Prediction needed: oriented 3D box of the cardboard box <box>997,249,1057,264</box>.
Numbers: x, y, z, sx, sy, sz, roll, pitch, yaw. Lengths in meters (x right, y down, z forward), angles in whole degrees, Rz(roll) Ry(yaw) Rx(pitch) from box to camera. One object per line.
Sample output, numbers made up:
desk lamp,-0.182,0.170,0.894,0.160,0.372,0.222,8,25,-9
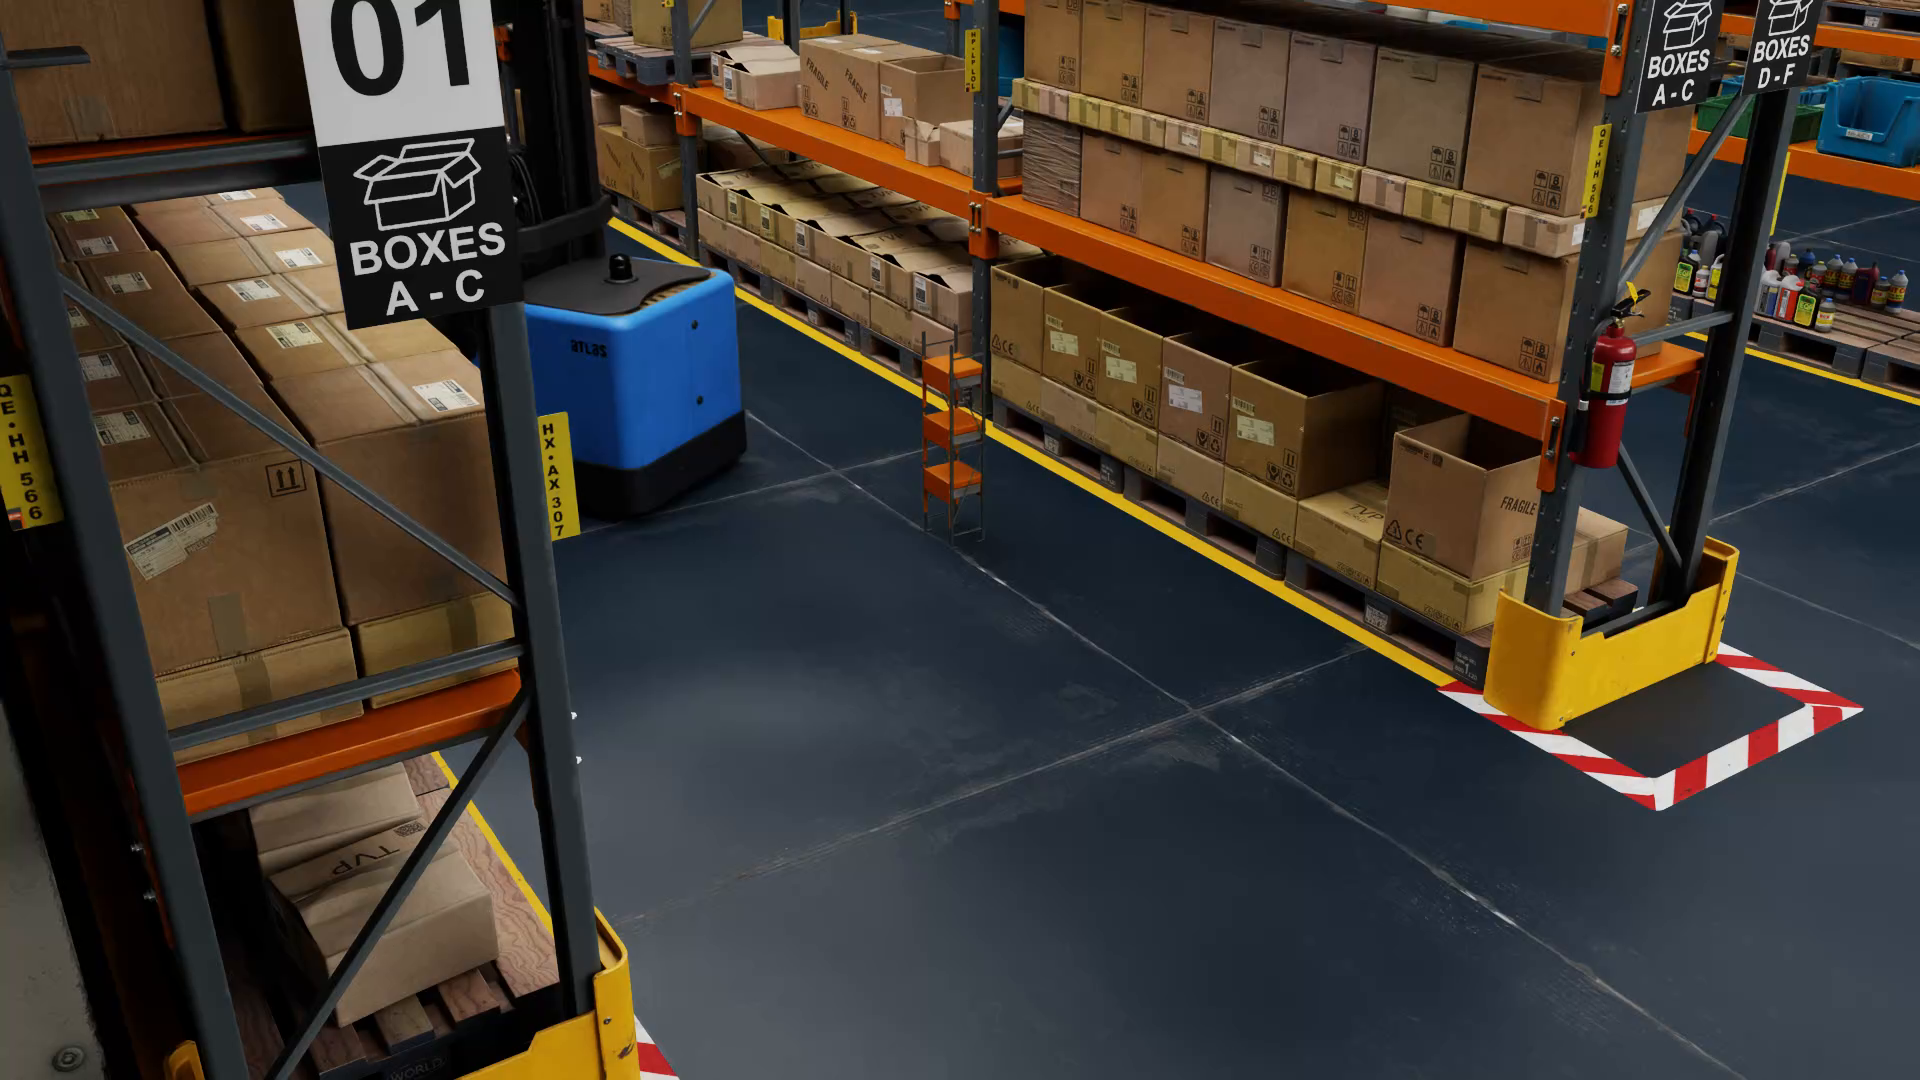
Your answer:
cardboard box,0.504,-1.625,10.262,0.500,0.311,0.500,-15,29,-29

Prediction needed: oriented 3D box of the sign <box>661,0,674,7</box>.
sign,-2.112,-4.008,11.973,0.100,0.325,0.005,-16,29,-30

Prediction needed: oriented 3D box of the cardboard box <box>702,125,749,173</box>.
cardboard box,-1.962,-3.134,13.798,0.500,0.500,0.500,-17,30,-31

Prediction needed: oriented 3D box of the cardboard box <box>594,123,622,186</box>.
cardboard box,-2.943,-3.370,14.298,0.500,0.500,0.500,-17,30,-31

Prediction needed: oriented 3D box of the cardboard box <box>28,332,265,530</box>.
cardboard box,-2.145,-0.215,4.475,0.500,0.500,0.500,-15,29,-29

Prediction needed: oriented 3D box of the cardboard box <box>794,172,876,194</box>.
cardboard box,-0.881,-2.536,12.190,0.500,0.311,0.500,-16,30,-30

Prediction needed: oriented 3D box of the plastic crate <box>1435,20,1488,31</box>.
plastic crate,3.811,-3.687,12.576,0.392,0.384,0.575,-16,29,-30

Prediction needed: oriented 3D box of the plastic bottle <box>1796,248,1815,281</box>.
plastic bottle,5.776,-1.859,11.365,0.097,0.271,0.097,0,25,0

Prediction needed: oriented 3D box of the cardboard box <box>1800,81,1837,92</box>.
cardboard box,8.262,-3.995,15.622,0.700,0.500,0.500,-16,29,-30

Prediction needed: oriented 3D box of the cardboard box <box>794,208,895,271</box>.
cardboard box,-0.771,-2.042,11.144,0.500,0.311,0.500,-16,30,-30

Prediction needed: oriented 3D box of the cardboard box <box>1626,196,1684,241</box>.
cardboard box,2.671,-1.318,6.661,0.380,0.149,0.250,-16,30,-30

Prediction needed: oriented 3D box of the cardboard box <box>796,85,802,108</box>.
cardboard box,-0.919,-3.094,11.594,0.380,0.149,0.250,-13,28,-26

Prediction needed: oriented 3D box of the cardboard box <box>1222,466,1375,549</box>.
cardboard box,1.607,-0.213,7.926,0.500,0.250,0.500,-16,29,-30

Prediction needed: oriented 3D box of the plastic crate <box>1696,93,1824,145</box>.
plastic crate,5.178,-2.725,10.768,0.450,0.188,0.662,-16,29,-30

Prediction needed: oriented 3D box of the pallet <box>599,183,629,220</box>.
pallet,-2.700,-3.101,14.582,1.003,0.211,1.213,-16,29,-30

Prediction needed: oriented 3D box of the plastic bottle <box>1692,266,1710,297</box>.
plastic bottle,5.004,-1.746,11.208,0.097,0.201,0.097,0,25,0

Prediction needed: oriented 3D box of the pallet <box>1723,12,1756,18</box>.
pallet,7.755,-5.172,15.928,1.003,0.211,1.213,-16,29,-30

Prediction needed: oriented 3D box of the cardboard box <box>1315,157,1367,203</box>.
cardboard box,1.774,-1.589,7.235,0.380,0.149,0.250,-15,29,-28

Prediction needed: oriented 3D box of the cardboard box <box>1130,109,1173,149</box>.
cardboard box,1.064,-2.052,8.216,0.380,0.149,0.250,-17,30,-31

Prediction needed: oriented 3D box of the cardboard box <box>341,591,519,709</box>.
cardboard box,-1.444,0.177,4.523,0.500,0.250,0.500,-17,30,-31

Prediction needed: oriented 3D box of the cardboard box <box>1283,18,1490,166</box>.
cardboard box,1.864,-1.977,7.296,0.700,0.500,0.500,-15,29,-29

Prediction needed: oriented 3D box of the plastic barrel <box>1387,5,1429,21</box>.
plastic barrel,3.698,-4.244,13.578,0.433,0.535,0.433,0,25,0

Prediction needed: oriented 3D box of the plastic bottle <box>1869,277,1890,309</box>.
plastic bottle,6.072,-1.633,10.969,0.097,0.201,0.097,0,25,0

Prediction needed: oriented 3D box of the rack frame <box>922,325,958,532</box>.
rack frame,-0.096,-0.538,8.169,0.200,1.050,0.008,-16,29,-30

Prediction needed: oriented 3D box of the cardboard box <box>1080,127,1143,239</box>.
cardboard box,1.062,-1.920,8.697,0.700,0.500,0.500,-16,30,-30

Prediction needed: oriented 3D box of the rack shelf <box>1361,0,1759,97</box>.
rack shelf,1.613,-2.535,7.446,1.077,0.370,4.000,-16,29,-30

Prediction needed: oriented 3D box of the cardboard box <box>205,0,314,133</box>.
cardboard box,-1.417,-1.222,3.680,0.500,0.500,0.500,-15,29,-28

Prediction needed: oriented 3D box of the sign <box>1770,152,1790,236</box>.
sign,3.173,-1.343,6.485,0.100,0.325,0.005,-16,29,-30

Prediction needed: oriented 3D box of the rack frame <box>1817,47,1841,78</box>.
rack frame,10.851,-7.077,19.738,1.000,3.000,0.127,-16,29,-30

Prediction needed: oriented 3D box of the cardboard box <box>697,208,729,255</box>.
cardboard box,-1.622,-2.341,12.434,0.500,0.250,0.500,-16,29,-30

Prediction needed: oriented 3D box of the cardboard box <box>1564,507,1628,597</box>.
cardboard box,2.599,0.021,7.431,0.500,0.250,0.500,-16,29,-30

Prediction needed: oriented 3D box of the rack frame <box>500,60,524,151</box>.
rack frame,-3.846,-5.081,15.509,1.000,3.000,0.127,-16,29,-30

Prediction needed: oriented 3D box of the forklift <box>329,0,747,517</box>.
forklift,-2.725,-1.864,8.775,3.031,2.935,1.130,12,28,24

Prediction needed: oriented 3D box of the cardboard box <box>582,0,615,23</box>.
cardboard box,-2.830,-4.698,14.090,0.500,0.500,0.700,21,33,37

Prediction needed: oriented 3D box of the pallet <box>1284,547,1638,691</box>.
pallet,2.252,0.208,7.571,1.003,0.211,1.213,-16,29,-30

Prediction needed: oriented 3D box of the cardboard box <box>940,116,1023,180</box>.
cardboard box,0.216,-2.318,9.831,0.500,0.250,0.500,-14,28,-26

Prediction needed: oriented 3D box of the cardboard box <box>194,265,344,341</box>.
cardboard box,-1.990,-0.520,5.121,0.500,0.500,0.500,-17,30,-31

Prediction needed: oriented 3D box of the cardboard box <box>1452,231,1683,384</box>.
cardboard box,2.461,-1.004,6.756,0.700,0.500,0.500,-16,29,-30

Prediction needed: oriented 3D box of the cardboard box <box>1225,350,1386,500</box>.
cardboard box,1.605,-0.551,7.764,0.500,0.500,0.500,-16,29,-30

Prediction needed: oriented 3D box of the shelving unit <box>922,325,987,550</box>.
shelving unit,-0.029,-0.494,8.077,0.215,1.050,0.252,-16,29,-30

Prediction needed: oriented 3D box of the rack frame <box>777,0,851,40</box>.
rack frame,-1.877,-7.665,20.982,1.000,3.000,0.127,-16,29,-30

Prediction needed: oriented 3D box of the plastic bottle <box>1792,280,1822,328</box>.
plastic bottle,5.408,-1.505,10.600,0.061,0.283,0.133,-15,29,-28

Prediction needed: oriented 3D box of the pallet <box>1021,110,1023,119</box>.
pallet,1.363,-4.250,17.017,1.003,0.211,1.213,-16,29,-30

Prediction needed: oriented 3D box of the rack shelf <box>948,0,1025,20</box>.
rack shelf,1.398,-5.193,16.590,1.077,0.370,4.000,-16,29,-30

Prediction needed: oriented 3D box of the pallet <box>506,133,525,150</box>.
pallet,-4.220,-4.066,16.626,1.003,0.211,1.213,-16,29,-30

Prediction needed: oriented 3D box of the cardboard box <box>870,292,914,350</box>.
cardboard box,-0.223,-1.428,10.501,0.500,0.250,0.500,-16,30,-30

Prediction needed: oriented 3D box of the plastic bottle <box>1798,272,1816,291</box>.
plastic bottle,5.462,-1.589,10.778,0.061,0.283,0.133,-16,29,-30

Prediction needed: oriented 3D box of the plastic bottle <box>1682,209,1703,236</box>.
plastic bottle,5.267,-2.210,12.016,0.144,0.351,0.185,-16,30,-31
